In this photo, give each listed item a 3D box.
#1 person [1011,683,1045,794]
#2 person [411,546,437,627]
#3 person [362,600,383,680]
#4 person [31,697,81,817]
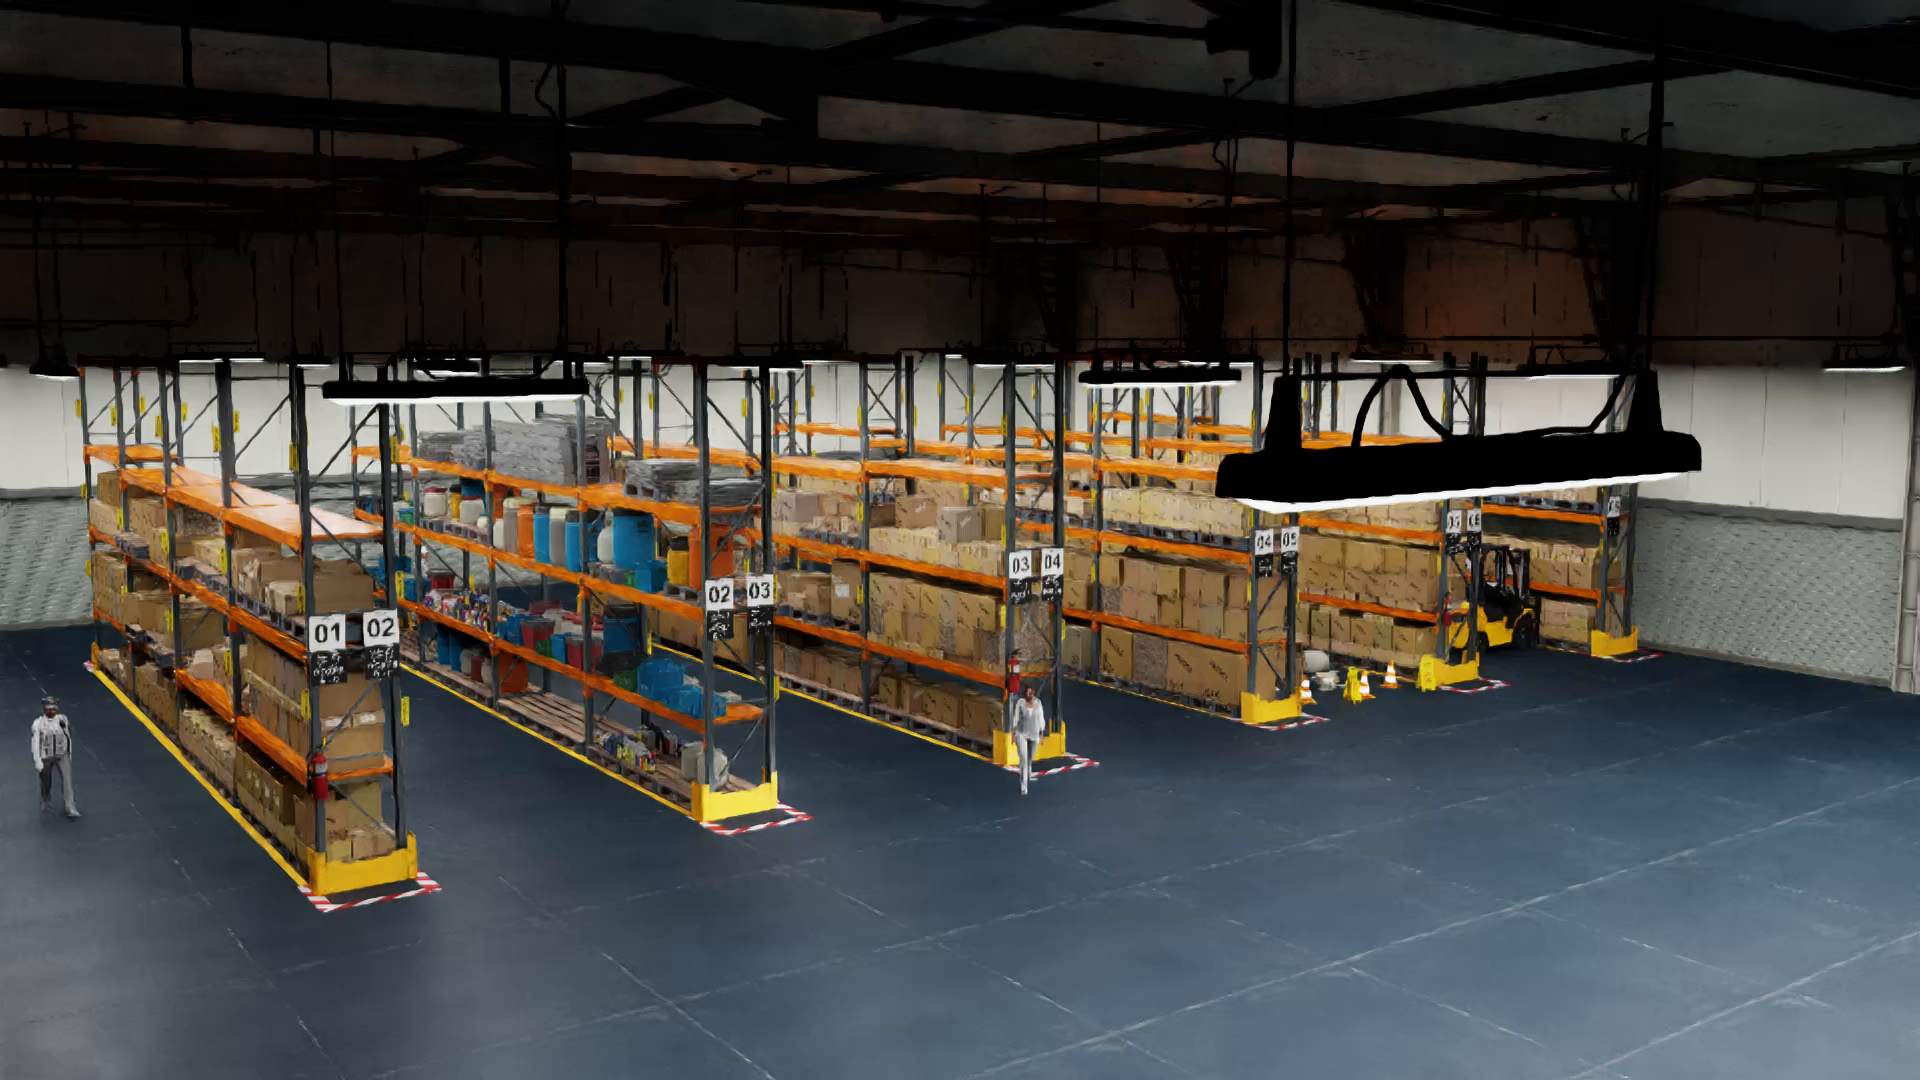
[{"bbox_3d":[0.957,2.746,23.365,0.453,1.520,0.883,-1,7,-12],"label":"person"},{"bbox_3d":[-11.837,1.005,36.629,0.530,1.764,0.723,0,7,-1],"label":"person"},{"bbox_3d":[-11.020,1.757,30.836,0.607,1.664,0.640,-2,7,-13],"label":"person"},{"bbox_3d":[-12.035,2.849,22.060,0.498,1.585,1.075,-5,9,-37],"label":"person"}]
